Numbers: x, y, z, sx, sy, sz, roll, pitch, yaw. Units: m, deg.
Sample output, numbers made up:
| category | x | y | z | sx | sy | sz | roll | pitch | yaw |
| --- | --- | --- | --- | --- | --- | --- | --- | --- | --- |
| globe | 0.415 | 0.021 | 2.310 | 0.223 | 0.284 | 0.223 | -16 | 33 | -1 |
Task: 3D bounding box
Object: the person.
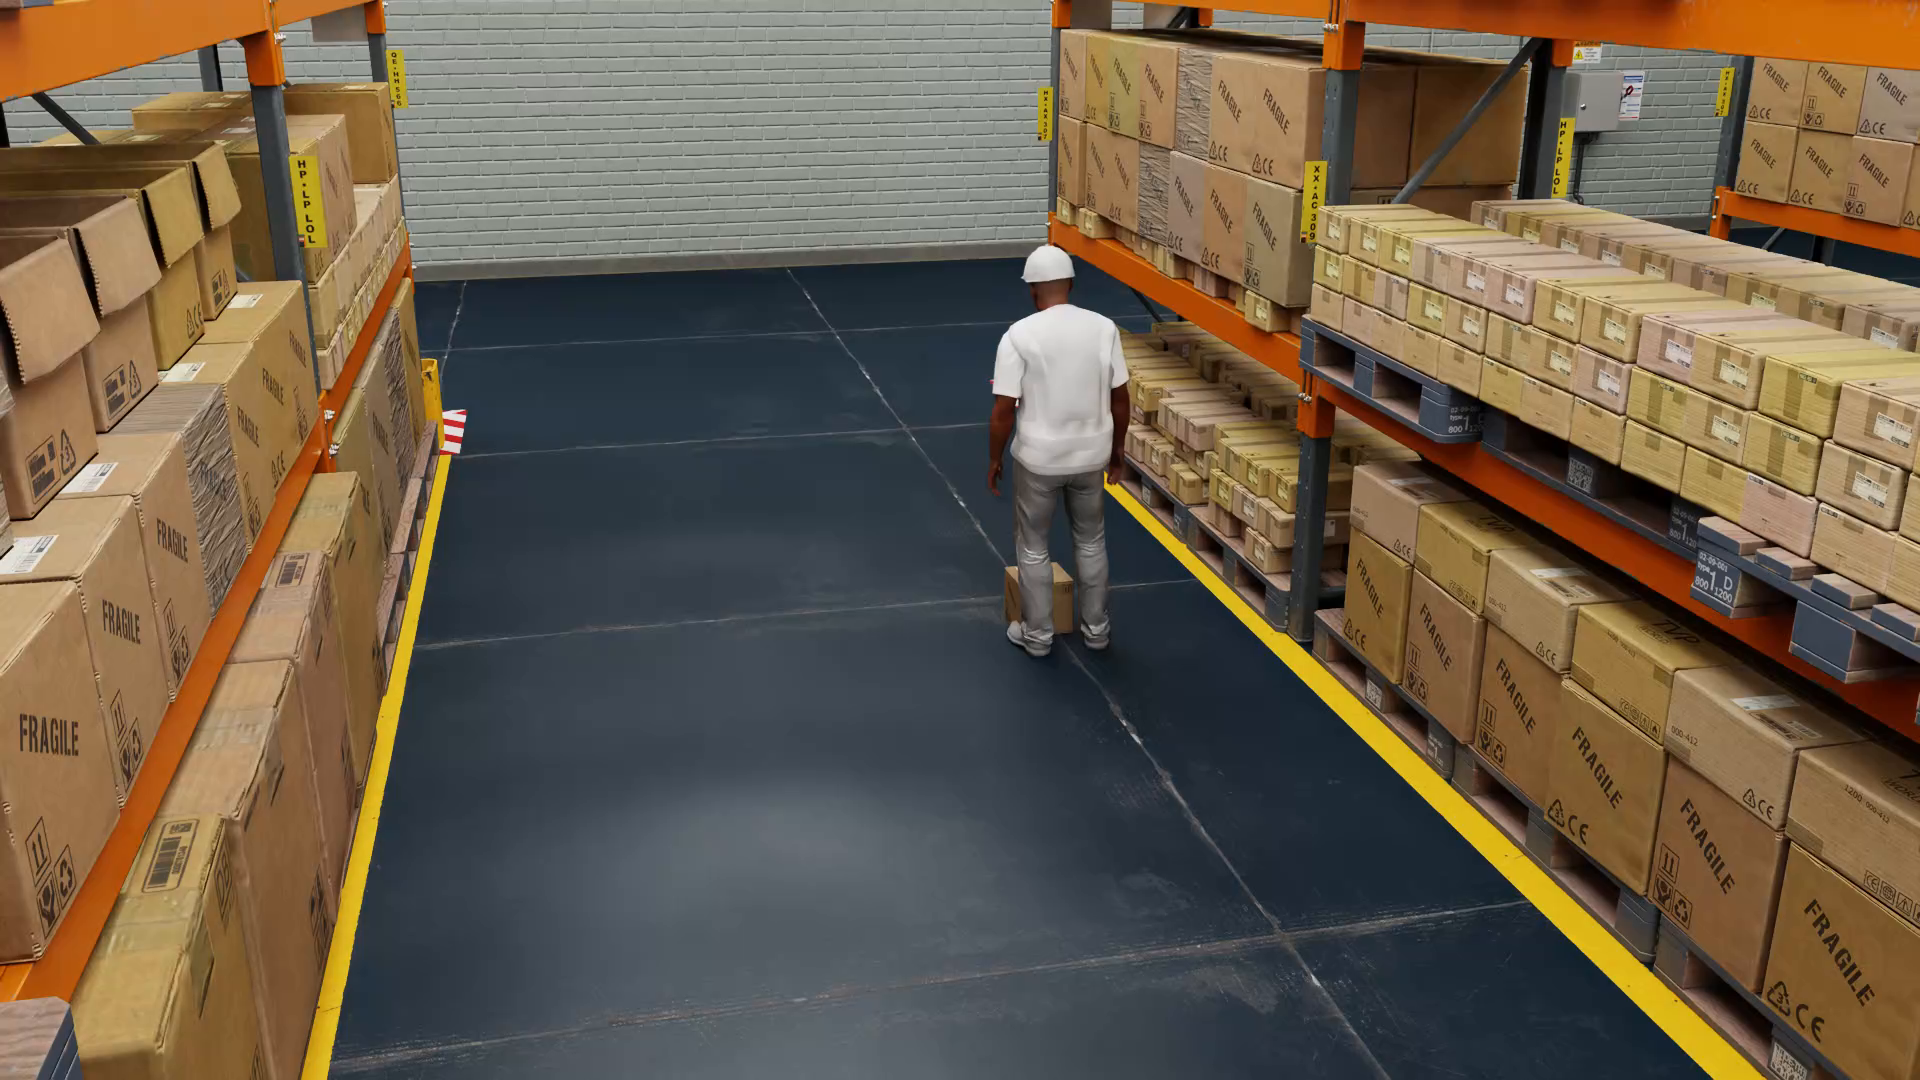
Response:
| category | x | y | z | sx | sy | sz | roll | pitch | yaw |
| --- | --- | --- | --- | --- | --- | --- | --- | --- | --- |
| person | 0.413 | -0.367 | 7.082 | 0.632 | 1.759 | 0.459 | -6 | 20 | -16 |
